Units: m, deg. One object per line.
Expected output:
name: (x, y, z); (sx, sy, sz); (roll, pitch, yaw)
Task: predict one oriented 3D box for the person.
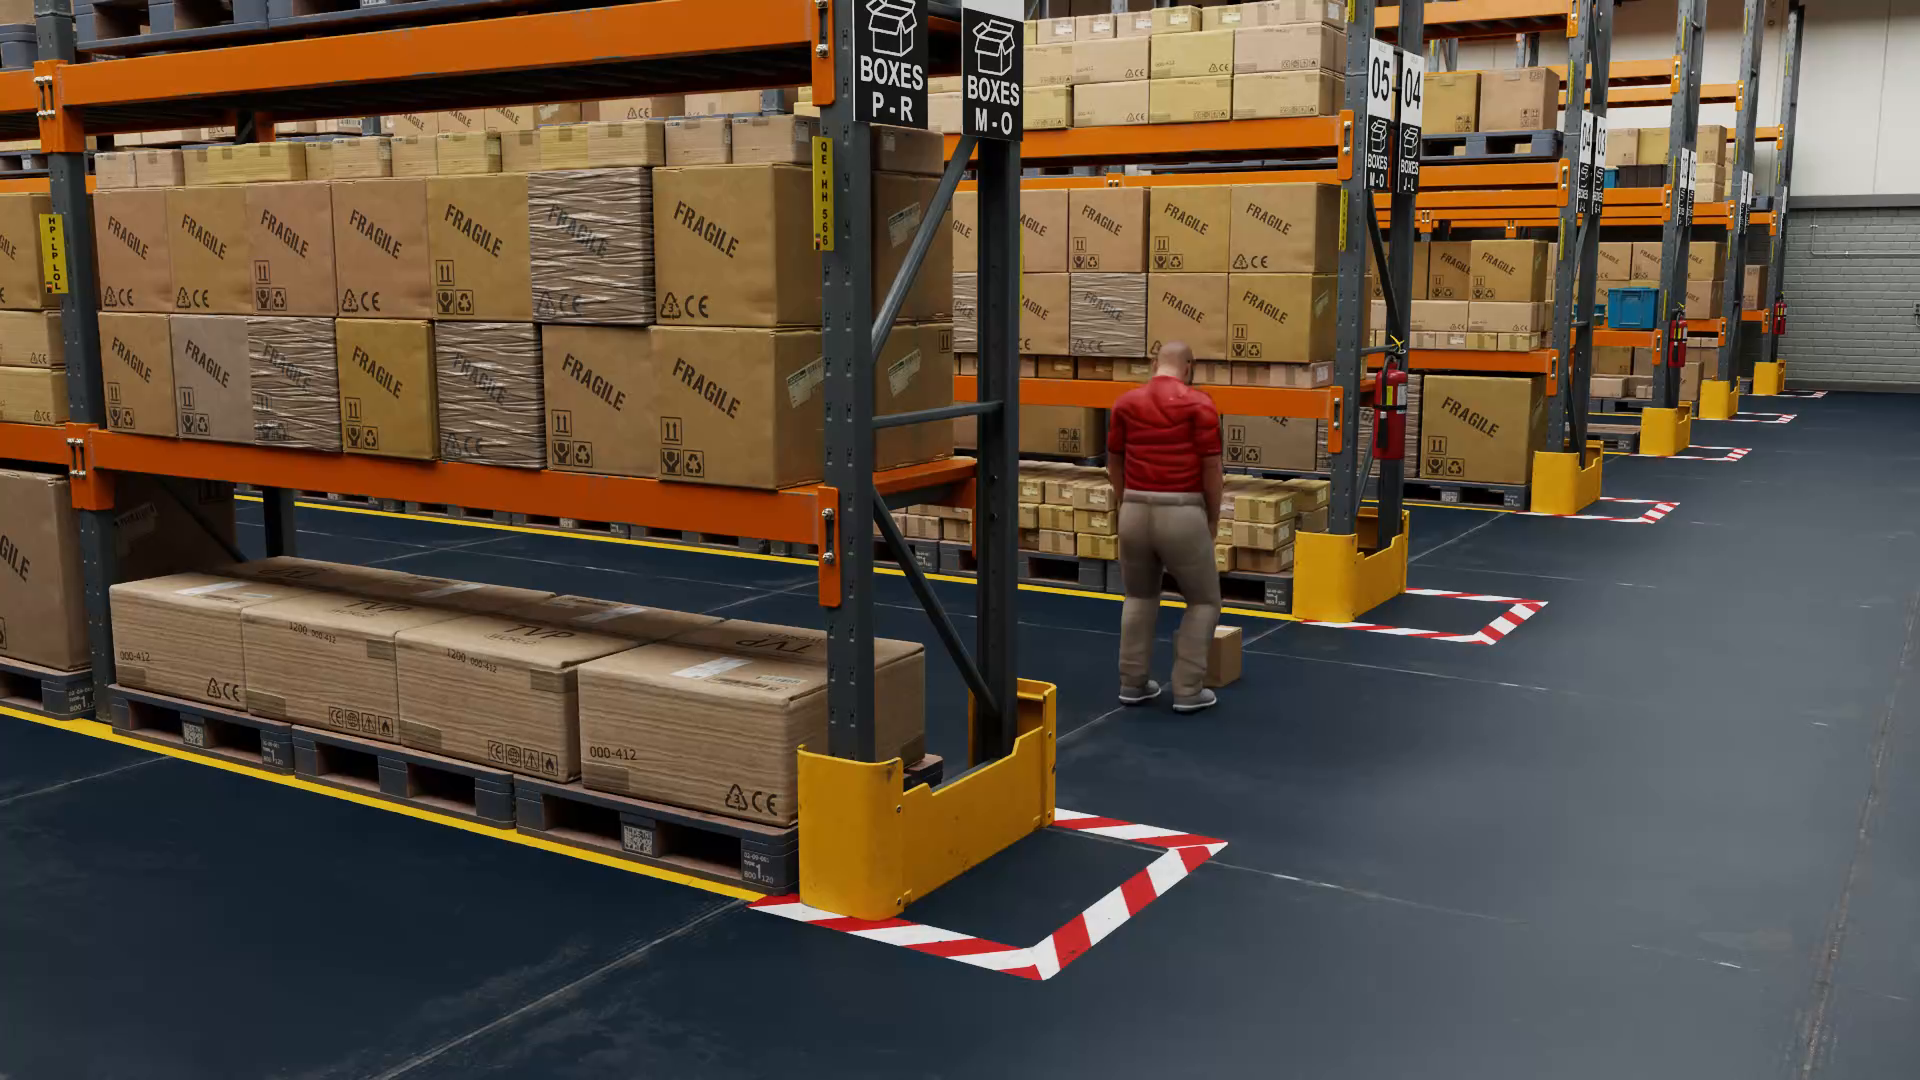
person: (0.919, -0.065, 7.559); (0.561, 1.666, 0.442); (6, 11, 32)
